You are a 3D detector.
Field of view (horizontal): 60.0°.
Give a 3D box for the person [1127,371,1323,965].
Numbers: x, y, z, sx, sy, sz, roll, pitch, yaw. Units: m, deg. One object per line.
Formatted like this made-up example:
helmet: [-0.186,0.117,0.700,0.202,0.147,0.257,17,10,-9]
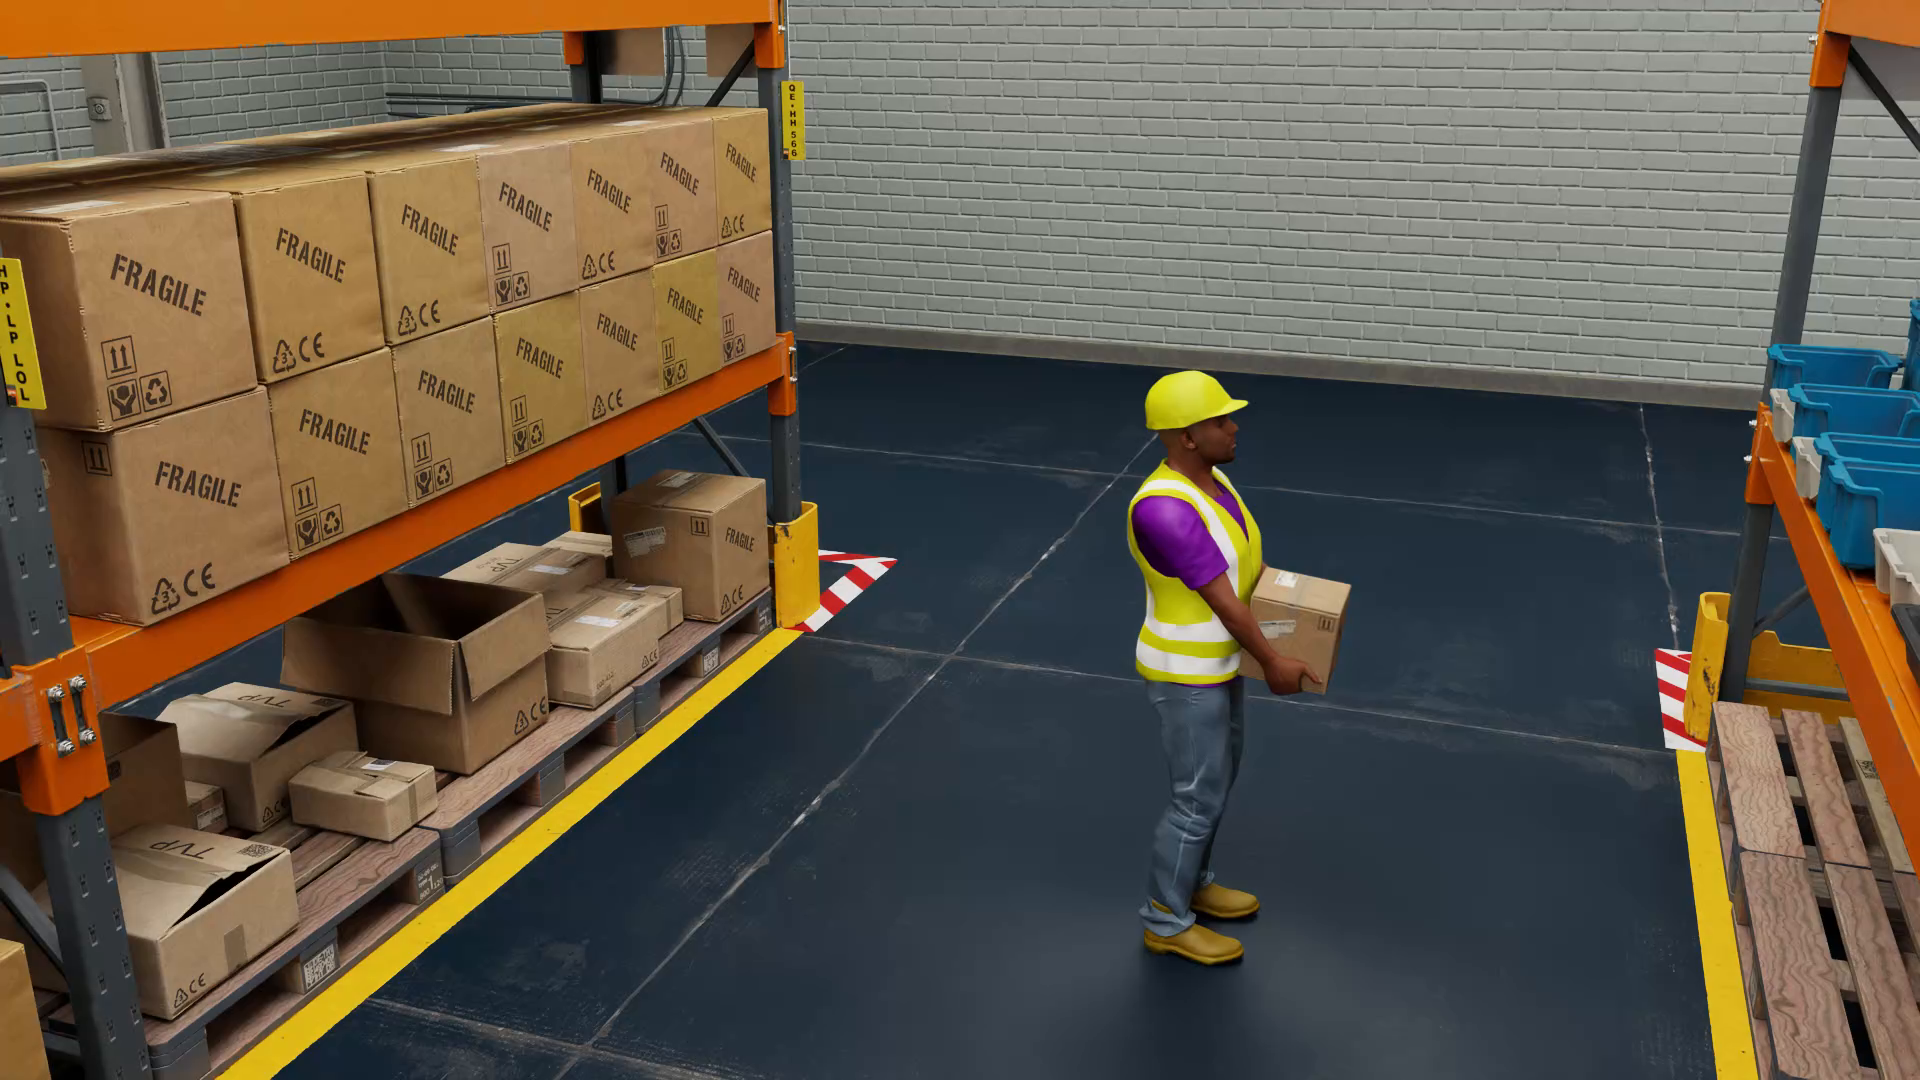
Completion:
person: [0.793,0.381,4.901,0.577,1.758,0.502,6,20,18]
